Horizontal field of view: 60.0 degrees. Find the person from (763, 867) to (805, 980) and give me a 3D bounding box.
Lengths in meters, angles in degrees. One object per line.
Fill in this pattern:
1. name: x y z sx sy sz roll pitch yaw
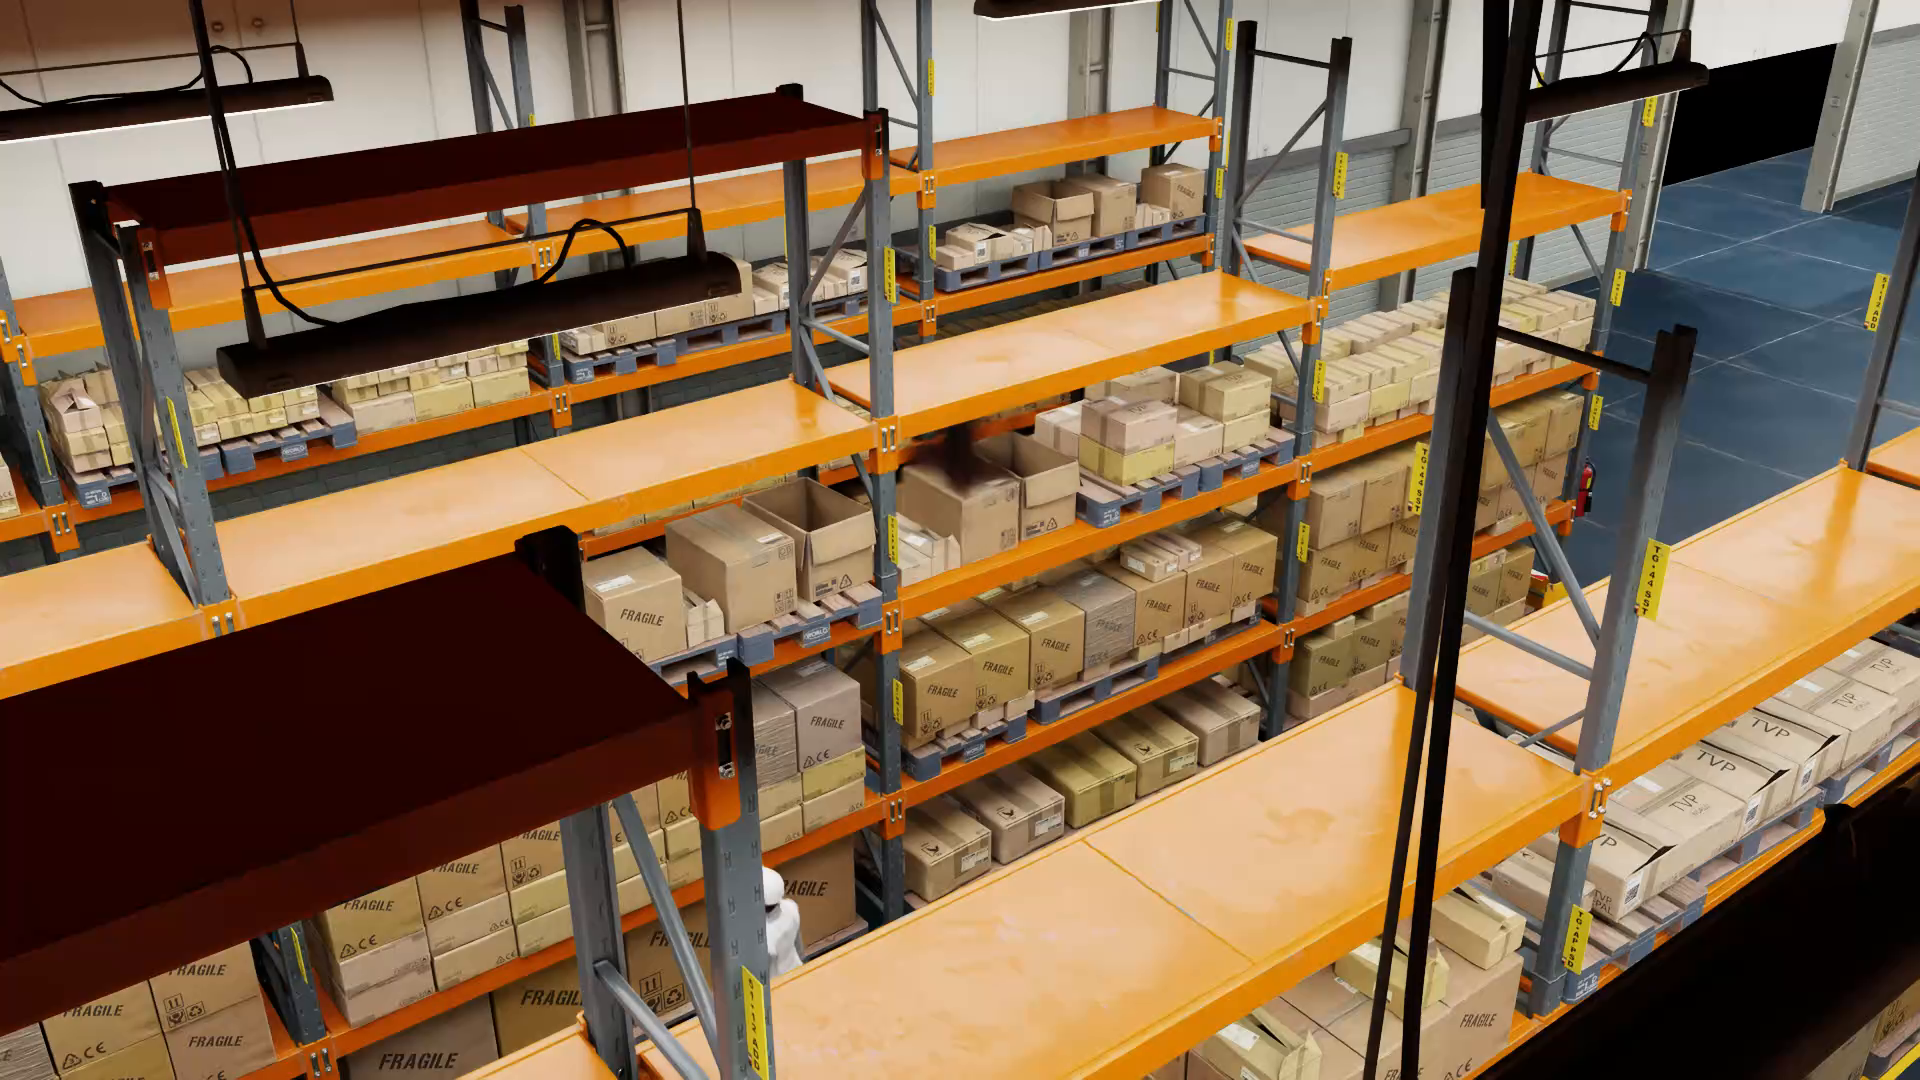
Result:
1. person: -1.144 2.686 9.929 0.363 1.777 0.603 12 28 23
